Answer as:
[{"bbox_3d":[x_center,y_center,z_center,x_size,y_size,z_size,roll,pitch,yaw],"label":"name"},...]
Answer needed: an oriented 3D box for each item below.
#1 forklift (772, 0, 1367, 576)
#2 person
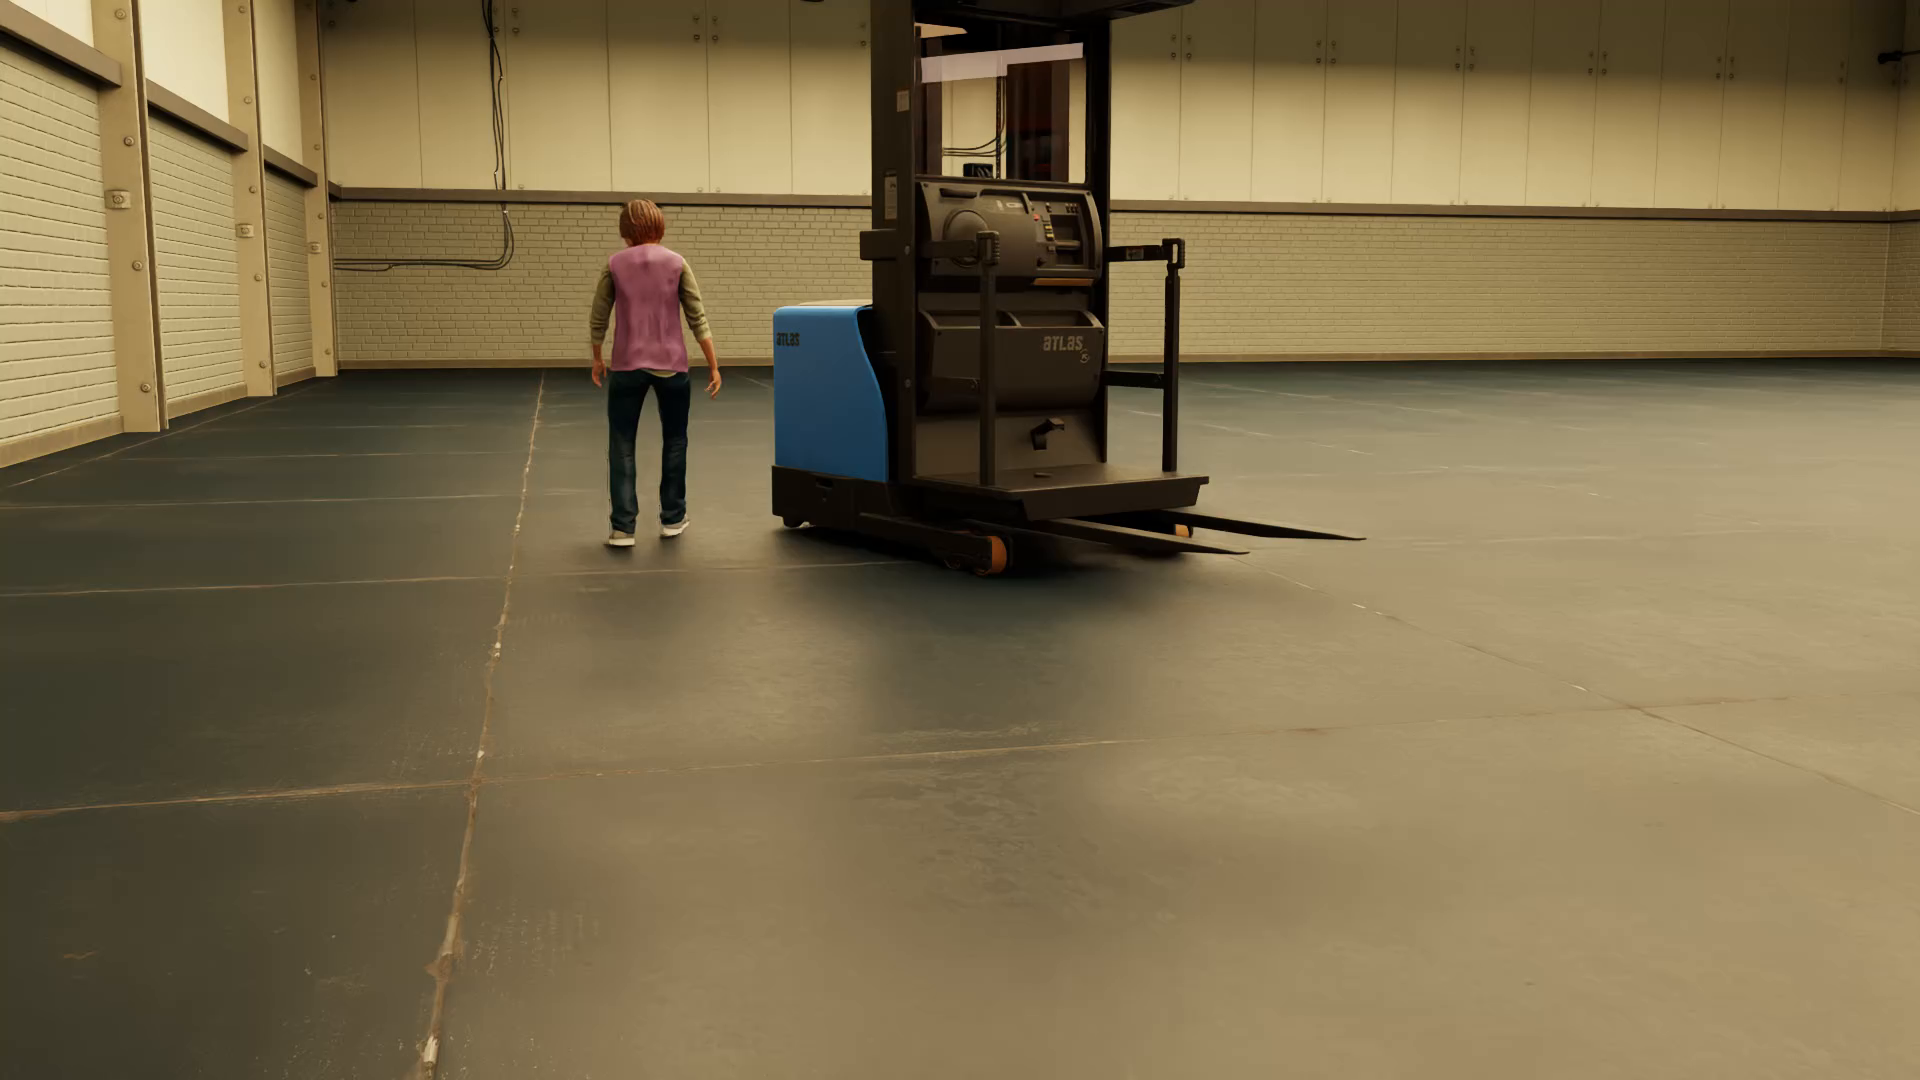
[{"bbox_3d":[0.355,-1.383,7.015,1.130,2.935,3.031,-6,10,-35],"label":"forklift"},{"bbox_3d":[-1.399,-0.772,7.644,0.583,1.555,0.677,-2,8,-13],"label":"person"}]
